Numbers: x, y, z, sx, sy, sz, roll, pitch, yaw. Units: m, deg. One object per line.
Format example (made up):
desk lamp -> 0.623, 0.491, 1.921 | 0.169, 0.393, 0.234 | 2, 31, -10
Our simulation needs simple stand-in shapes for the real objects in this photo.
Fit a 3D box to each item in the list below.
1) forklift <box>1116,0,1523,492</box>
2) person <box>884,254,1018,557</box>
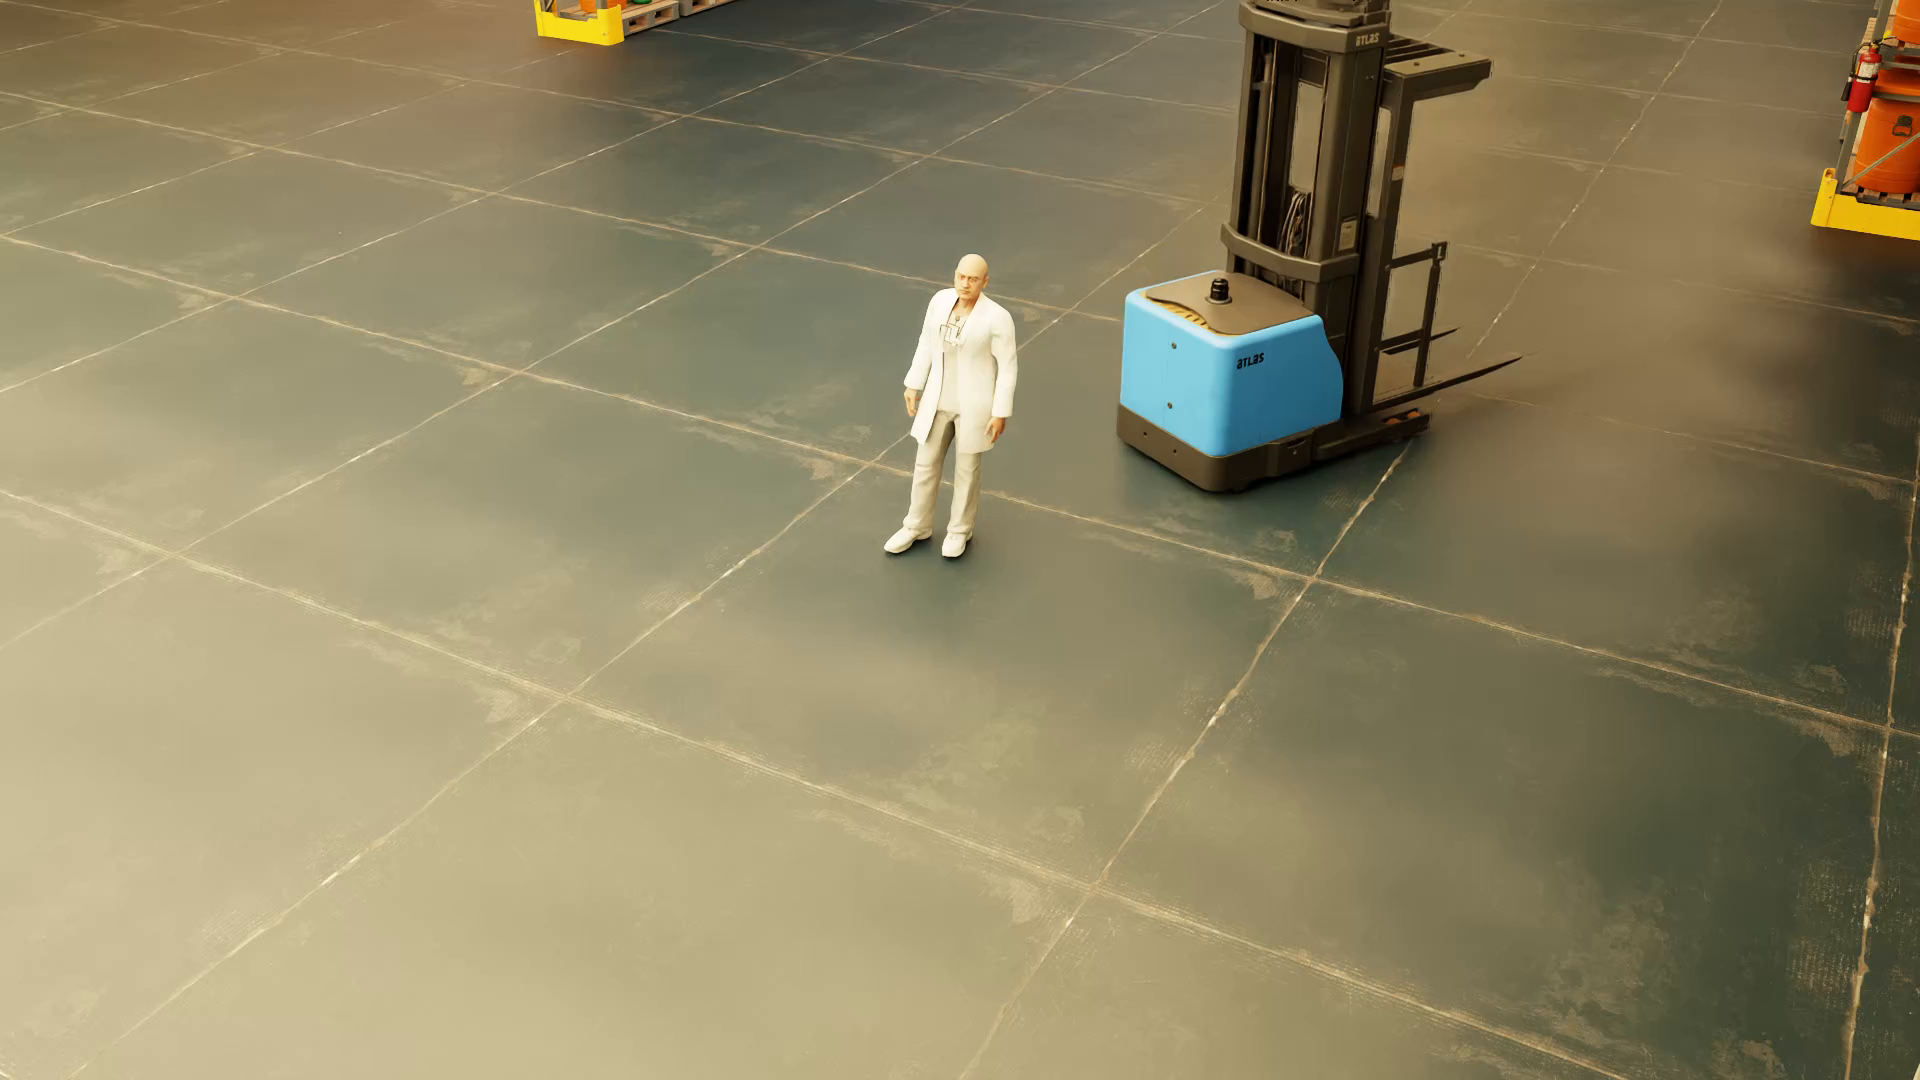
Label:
forklift -> 2.556, -2.119, 10.742 | 3.031, 2.935, 1.130 | -18, 34, -28
person -> -0.048, -0.737, 9.489 | 0.694, 1.775, 0.581 | 15, 33, 25
